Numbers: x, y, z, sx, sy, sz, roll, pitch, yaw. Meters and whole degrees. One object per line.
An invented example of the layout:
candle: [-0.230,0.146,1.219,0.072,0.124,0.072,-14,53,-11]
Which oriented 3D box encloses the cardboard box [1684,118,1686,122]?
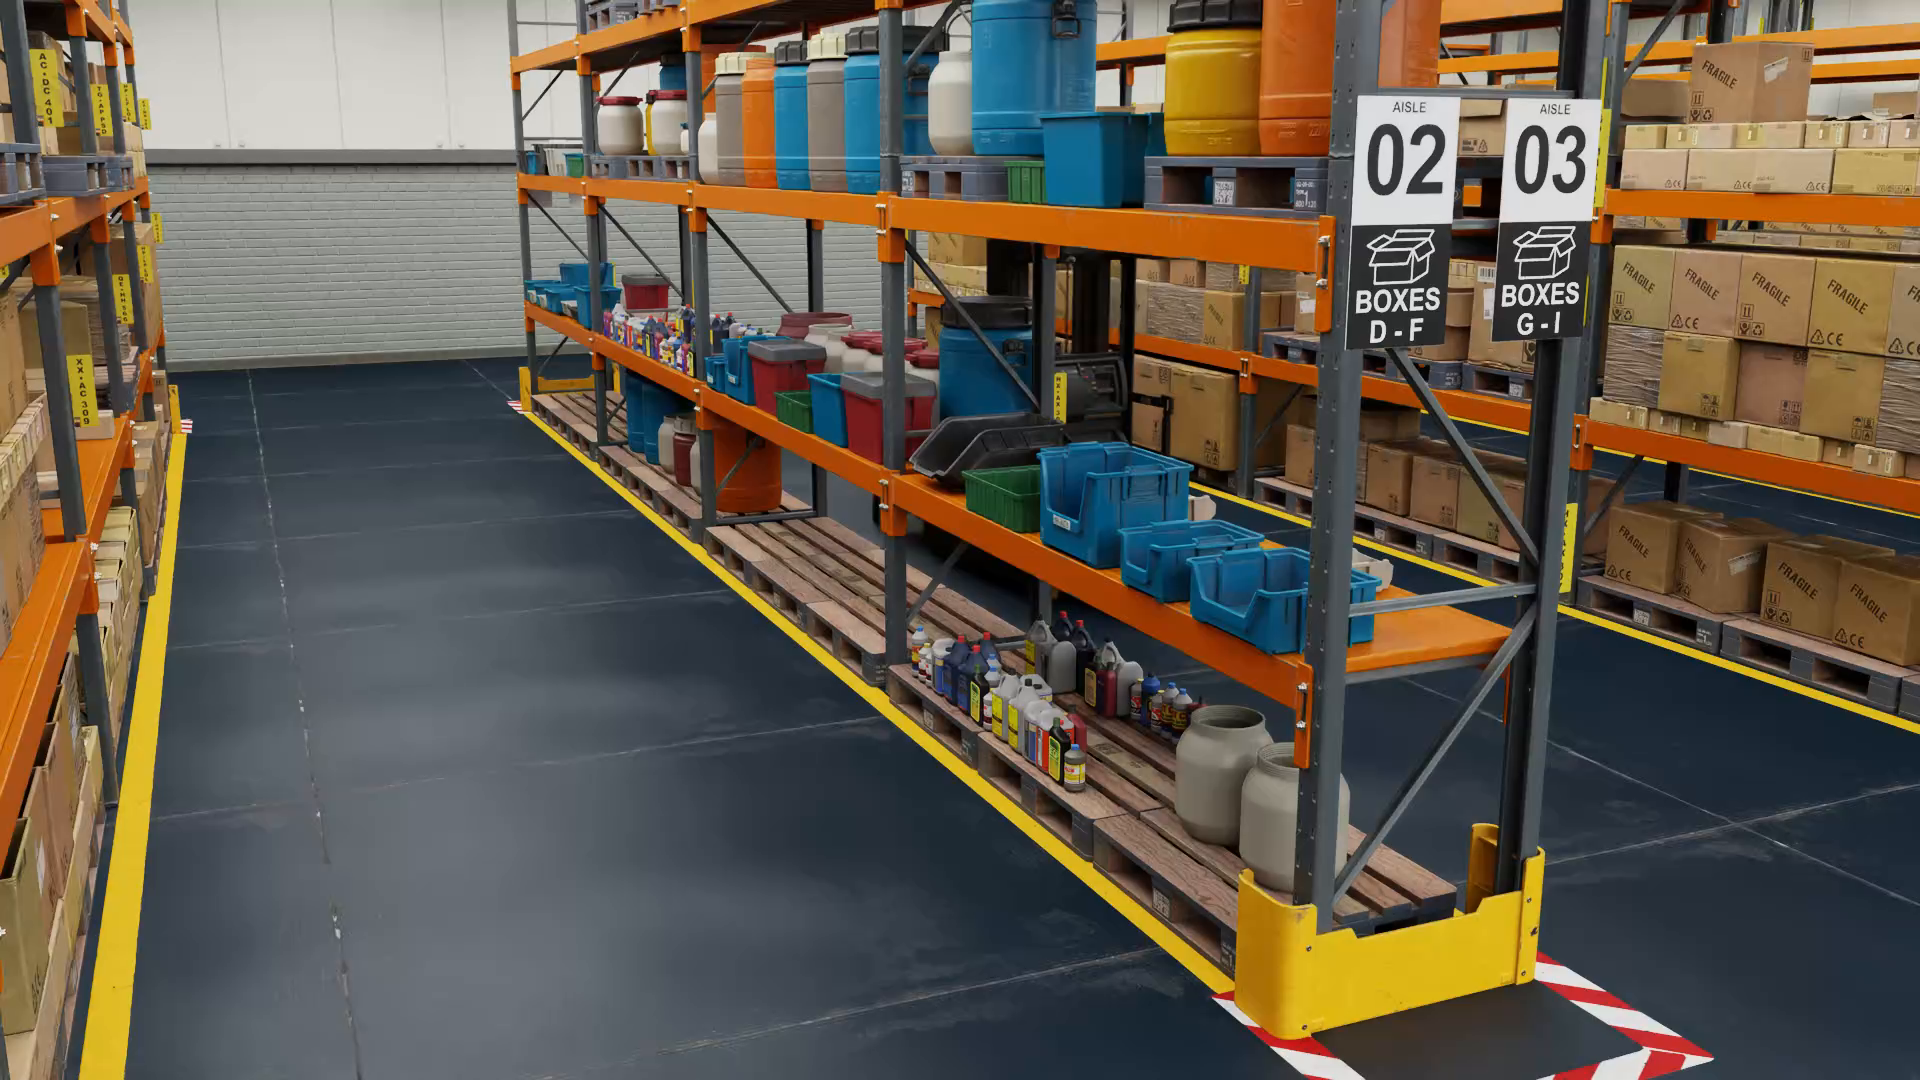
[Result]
cardboard box: [7.176,-4.255,16.532,0.396,0.266,0.258,-6,14,-23]

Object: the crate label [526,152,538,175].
crate label: [-4.678,-4.260,18.800,0.408,0.251,0.502,-6,14,-23]

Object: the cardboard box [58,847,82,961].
cardboard box: [-3.493,1.356,6.026,0.500,0.250,0.500,-6,14,-23]

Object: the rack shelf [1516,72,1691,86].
rack shelf: [9.668,-6.397,23.535,1.077,0.370,4.000,-6,14,-23]

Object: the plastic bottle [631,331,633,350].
plastic bottle: [-2.921,-1.820,15.020,0.097,0.201,0.097,0,13,0]

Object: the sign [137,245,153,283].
sign: [-7.183,-2.432,14.659,0.100,0.325,0.005,-6,14,-23]

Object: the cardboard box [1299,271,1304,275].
cardboard box: [4.721,-3.830,22.386,0.500,0.500,0.500,-5,14,-22]

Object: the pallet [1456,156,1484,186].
pallet: [4.025,-2.780,12.492,1.213,0.211,1.003,-6,14,-23]

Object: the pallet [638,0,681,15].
pallet: [-1.808,-4.225,12.975,1.213,0.211,1.003,-6,14,-23]

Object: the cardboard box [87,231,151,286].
cardboard box: [-8.033,-2.689,15.896,0.500,0.500,0.500,-6,14,-25]

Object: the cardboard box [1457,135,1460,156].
cardboard box: [3.751,-2.989,12.567,0.380,0.166,0.250,-6,14,-25]

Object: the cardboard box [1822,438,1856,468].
cardboard box: [5.159,-0.508,9.471,0.380,0.149,0.250,-6,14,-23]

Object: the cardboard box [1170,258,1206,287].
cardboard box: [2.454,-2.710,15.980,0.797,0.503,0.637,-5,14,-22]

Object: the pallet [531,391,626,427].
pallet: [-4.457,-1.558,19.634,1.003,0.211,1.213,-6,14,-23]

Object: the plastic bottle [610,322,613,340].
plastic bottle: [-3.277,-2.003,15.814,0.097,0.201,0.097,0,13,0]

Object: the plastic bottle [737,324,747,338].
plastic bottle: [-1.908,-1.759,14.601,0.097,0.271,0.097,0,13,0]

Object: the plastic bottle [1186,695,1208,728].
plastic bottle: [1.143,0.873,7.994,0.061,0.283,0.133,-5,14,-22]

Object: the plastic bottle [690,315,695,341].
plastic bottle: [-2.454,-1.954,15.447,0.097,0.271,0.097,0,13,0]

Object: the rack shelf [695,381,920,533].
rack shelf: [-0.746,-0.674,11.225,1.077,0.370,4.000,-6,14,-23]

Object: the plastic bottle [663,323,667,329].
plastic bottle: [-2.618,-1.779,14.687,0.097,0.271,0.097,0,13,0]

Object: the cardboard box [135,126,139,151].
cardboard box: [-8.455,-3.986,16.510,0.500,0.250,0.500,-6,14,-23]

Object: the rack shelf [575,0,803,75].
rack shelf: [-7.601,-4.183,13.971,10.861,0.370,7.844,-6,14,-23]

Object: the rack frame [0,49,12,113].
rack frame: [-4.488,-3.087,6.751,0.949,2.616,0.053,-6,14,-23]

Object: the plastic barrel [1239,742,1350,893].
plastic barrel: [1.324,1.094,6.579,0.421,0.512,0.421,0,13,0]

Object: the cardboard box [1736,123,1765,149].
cardboard box: [4.837,-2.393,9.851,0.380,0.149,0.250,-5,14,-21]

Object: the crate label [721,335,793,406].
crate label: [-1.397,-1.225,11.933,0.502,0.435,0.616,-6,14,-23]

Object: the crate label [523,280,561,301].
crate label: [-4.955,-2.957,19.734,0.416,0.233,0.303,-6,14,-23]

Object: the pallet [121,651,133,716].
pallet: [-5.308,0.793,9.476,1.003,0.211,1.213,-6,14,-23]

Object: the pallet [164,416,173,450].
pallet: [-8.941,-1.105,17.676,1.003,0.211,1.213,-6,14,-23]

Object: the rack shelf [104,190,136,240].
rack shelf: [-6.888,-2.515,12.528,1.077,0.370,4.000,-6,14,-23]

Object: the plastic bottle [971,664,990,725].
plastic bottle: [0.102,0.779,8.401,0.061,0.283,0.133,-5,14,-20]

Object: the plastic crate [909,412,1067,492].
plastic crate: [0.148,-0.461,8.849,0.767,0.338,0.504,-6,14,-23]

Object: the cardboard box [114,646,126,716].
cardboard box: [-4.623,0.759,8.605,0.500,0.250,0.500,-5,14,-22]

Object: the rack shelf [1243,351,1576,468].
rack shelf: [3.792,-1.121,13.158,1.077,0.370,4.000,-6,14,-23]

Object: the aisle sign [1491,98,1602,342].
aisle sign: [1.955,-1.063,5.545,0.394,0.787,0.004,-6,14,-23]

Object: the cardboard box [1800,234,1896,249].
cardboard box: [8.158,-2.544,15.271,0.700,0.500,0.500,-6,14,-24]

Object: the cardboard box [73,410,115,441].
cardboard box: [-5.474,-0.708,10.333,0.380,0.149,0.250,-6,14,-23]

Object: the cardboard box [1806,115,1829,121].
cardboard box: [10.556,-5.113,21.004,0.500,0.500,0.500,-6,14,-24]

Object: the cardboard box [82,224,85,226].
cardboard box: [-9.356,-3.064,17.518,0.500,0.500,0.500,-5,14,-21]

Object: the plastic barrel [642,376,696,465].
plastic barrel: [-2.664,-1.186,15.565,0.600,0.901,0.708,-6,14,-23]

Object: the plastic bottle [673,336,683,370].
plastic bottle: [-2.300,-1.533,13.628,0.097,0.271,0.097,0,13,0]

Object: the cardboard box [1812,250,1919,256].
cardboard box: [5.427,-1.465,9.947,0.500,0.500,0.500,-6,14,-23]

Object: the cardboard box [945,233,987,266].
cardboard box: [0.145,-3.642,20.462,0.500,0.500,0.500,-6,14,-24]

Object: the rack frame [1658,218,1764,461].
rack frame: [7.576,-2.312,16.708,1.000,3.000,0.127,-6,14,-23]

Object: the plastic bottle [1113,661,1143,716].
plastic bottle: [0.845,0.749,8.548,0.152,0.276,0.135,-5,14,-22]

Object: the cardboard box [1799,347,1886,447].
cardboard box: [5.340,-0.846,9.491,0.875,0.500,0.500,-6,14,-23]

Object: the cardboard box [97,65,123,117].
cardboard box: [-7.990,-4.028,15.029,0.700,0.500,0.500,-6,14,-23]

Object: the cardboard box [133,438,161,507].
cardboard box: [-6.839,-0.531,13.581,0.500,0.500,0.500,-5,14,-22]

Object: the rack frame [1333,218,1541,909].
rack frame: [1.660,0.215,5.789,0.949,2.616,0.053,-6,14,-23]

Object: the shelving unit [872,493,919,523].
shelving unit: [11.386,-2.593,11.269,18.801,6.000,15.878,-7,15,-29]

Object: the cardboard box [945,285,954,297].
cardboard box: [0.040,-3.100,20.670,0.380,0.149,0.250,-6,14,-24]

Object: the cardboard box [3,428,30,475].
cardboard box: [-3.869,-0.333,6.497,0.380,0.149,0.250,-6,14,-23]

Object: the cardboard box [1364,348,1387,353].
cardboard box: [3.452,-1.650,13.246,0.500,0.250,0.500,-6,14,-25]

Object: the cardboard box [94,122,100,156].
cardboard box: [-6.706,-2.801,11.946,0.910,0.500,0.500,-6,14,-23]
